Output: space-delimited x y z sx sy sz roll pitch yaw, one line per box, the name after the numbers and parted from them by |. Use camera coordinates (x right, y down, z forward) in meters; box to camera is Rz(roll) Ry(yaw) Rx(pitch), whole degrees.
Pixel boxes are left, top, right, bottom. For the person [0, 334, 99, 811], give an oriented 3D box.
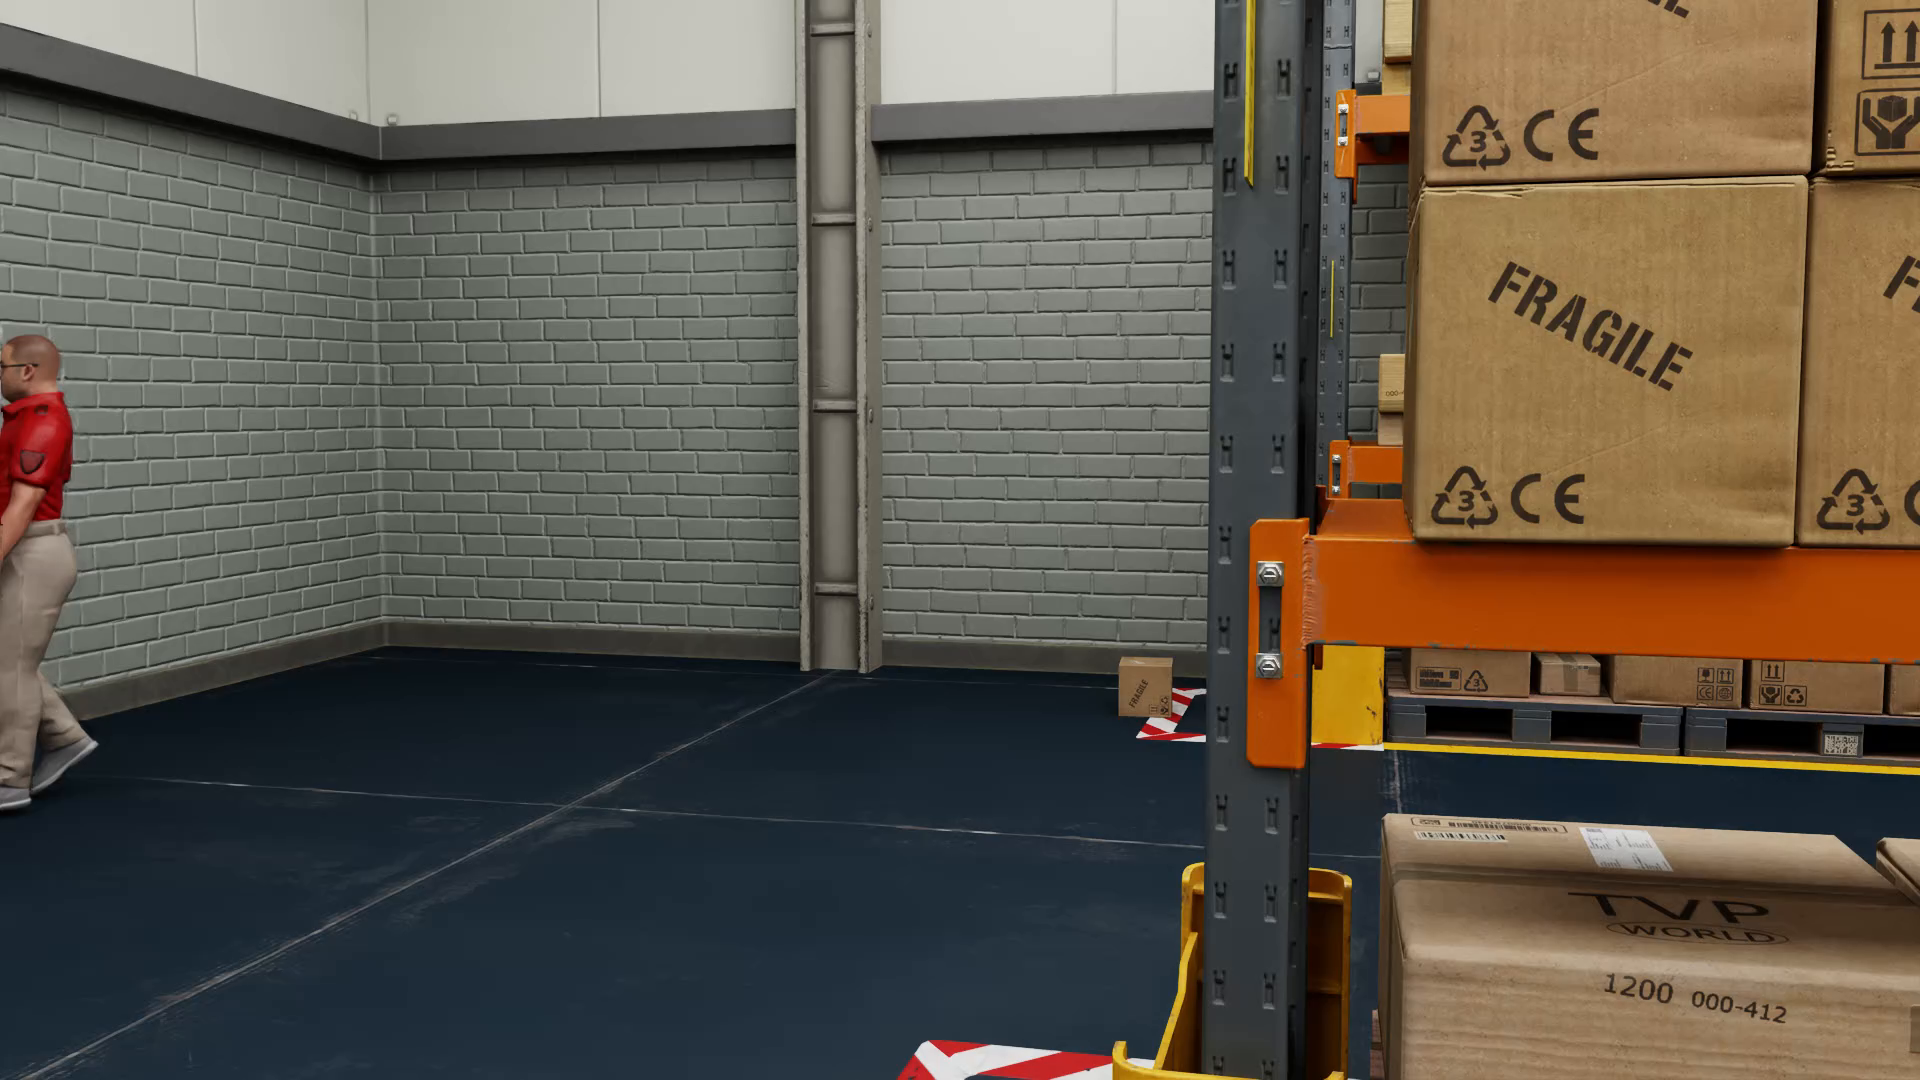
-3.480 0.125 6.062 0.556 1.741 0.558 -3 5 -28 | person
